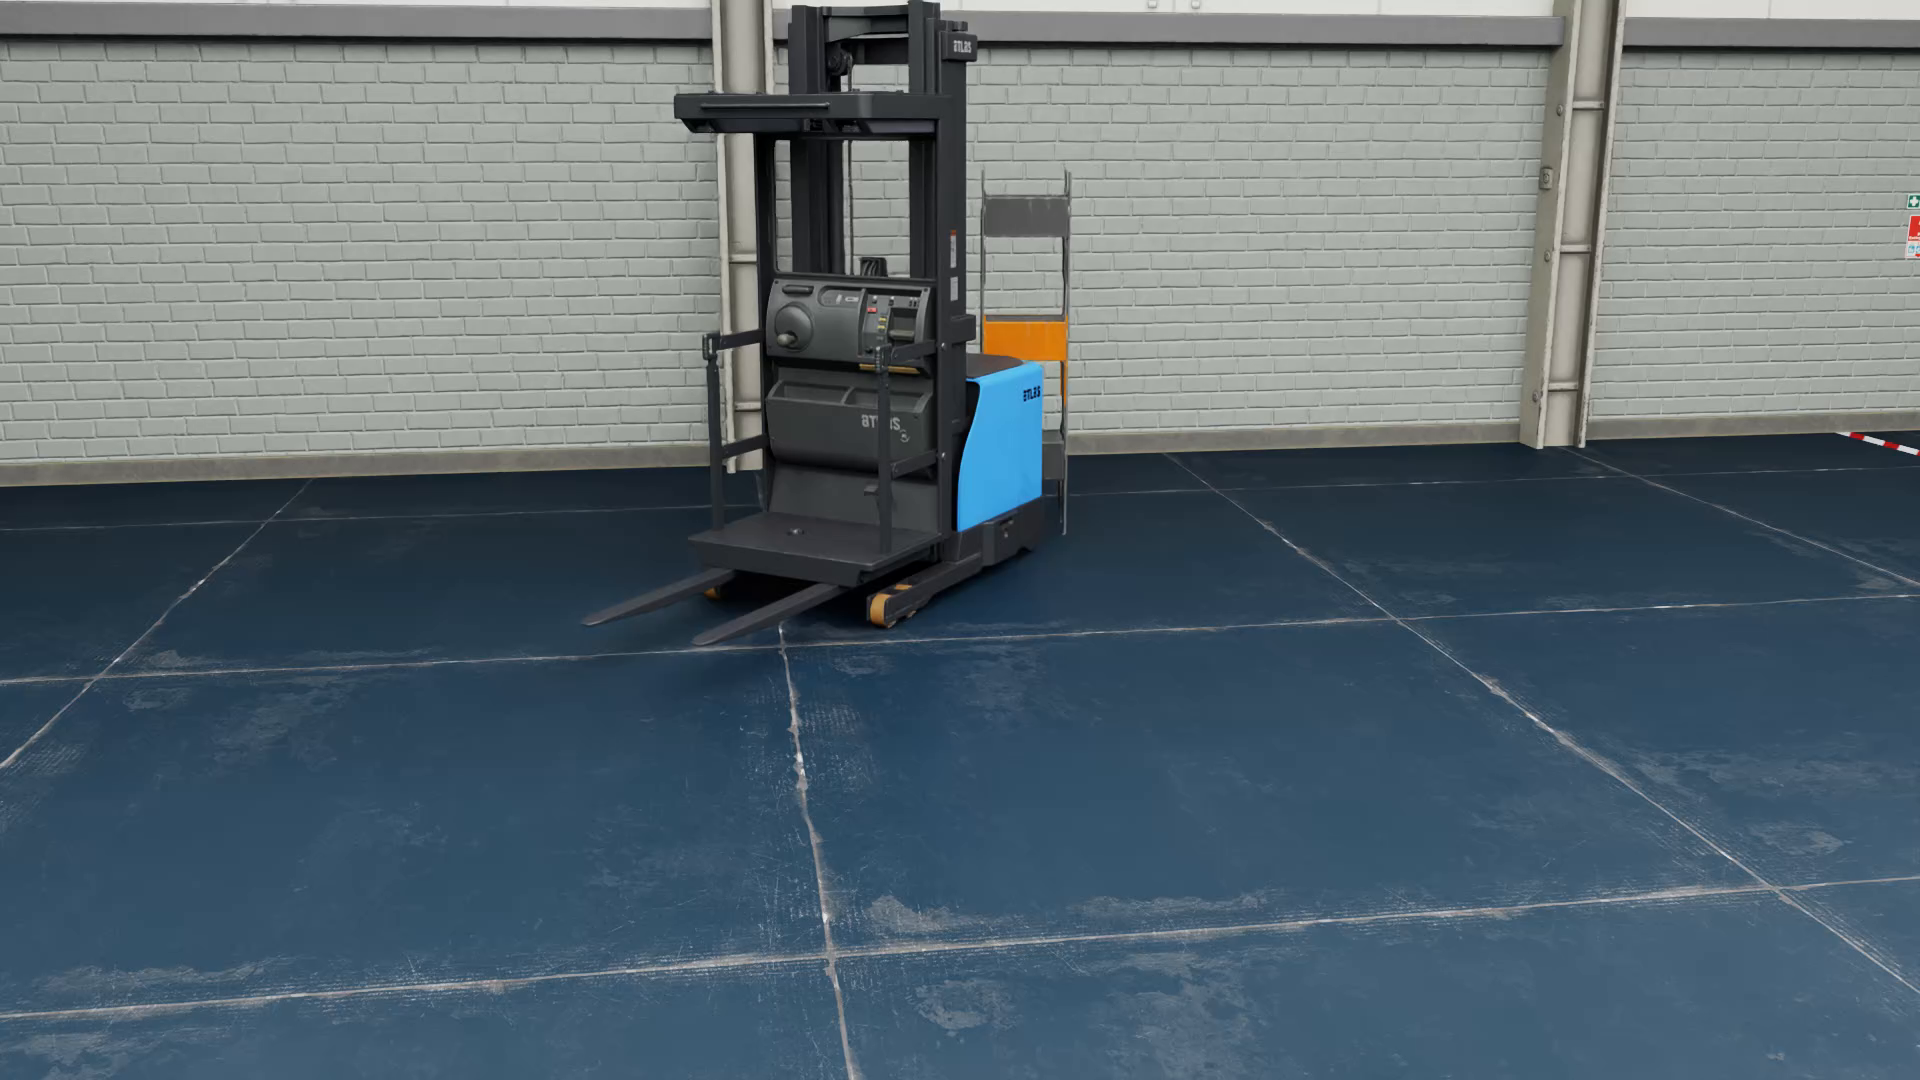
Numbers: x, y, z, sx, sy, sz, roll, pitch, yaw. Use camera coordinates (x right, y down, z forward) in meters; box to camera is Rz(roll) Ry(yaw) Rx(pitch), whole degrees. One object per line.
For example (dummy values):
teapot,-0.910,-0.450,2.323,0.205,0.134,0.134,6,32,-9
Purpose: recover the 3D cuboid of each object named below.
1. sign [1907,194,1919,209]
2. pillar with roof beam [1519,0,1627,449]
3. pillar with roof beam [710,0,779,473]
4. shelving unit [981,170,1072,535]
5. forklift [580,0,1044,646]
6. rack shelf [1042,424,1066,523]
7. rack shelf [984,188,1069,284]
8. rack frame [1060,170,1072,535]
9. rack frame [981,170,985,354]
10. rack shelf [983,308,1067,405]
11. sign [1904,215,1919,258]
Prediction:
sign,7.413,-2.596,12.745,0.331,0.109,0.001,-2,14,-8
pillar with roof beam,5.127,-4.056,7.397,0.400,9.000,9.100,-2,14,-8
pillar with roof beam,-0.806,-3.839,6.530,0.400,9.000,9.100,-2,14,-8
shelving unit,0.375,-1.094,9.768,0.503,2.100,0.431,0,14,0
forklift,-0.667,-1.123,8.174,1.130,2.935,3.031,8,16,28
rack shelf,0.375,-0.402,9.941,0.480,0.518,0.431,0,14,0
rack shelf,0.375,-1.760,9.601,0.480,0.518,0.431,0,14,0
rack frame,0.619,-1.094,9.767,0.015,2.100,0.400,0,14,0
rack frame,0.131,-1.094,9.768,0.015,2.100,0.400,0,14,0
rack shelf,0.375,-1.081,9.771,0.480,0.518,0.431,0,14,0
sign,7.408,-2.341,12.817,0.234,0.329,0.001,-2,14,-8
